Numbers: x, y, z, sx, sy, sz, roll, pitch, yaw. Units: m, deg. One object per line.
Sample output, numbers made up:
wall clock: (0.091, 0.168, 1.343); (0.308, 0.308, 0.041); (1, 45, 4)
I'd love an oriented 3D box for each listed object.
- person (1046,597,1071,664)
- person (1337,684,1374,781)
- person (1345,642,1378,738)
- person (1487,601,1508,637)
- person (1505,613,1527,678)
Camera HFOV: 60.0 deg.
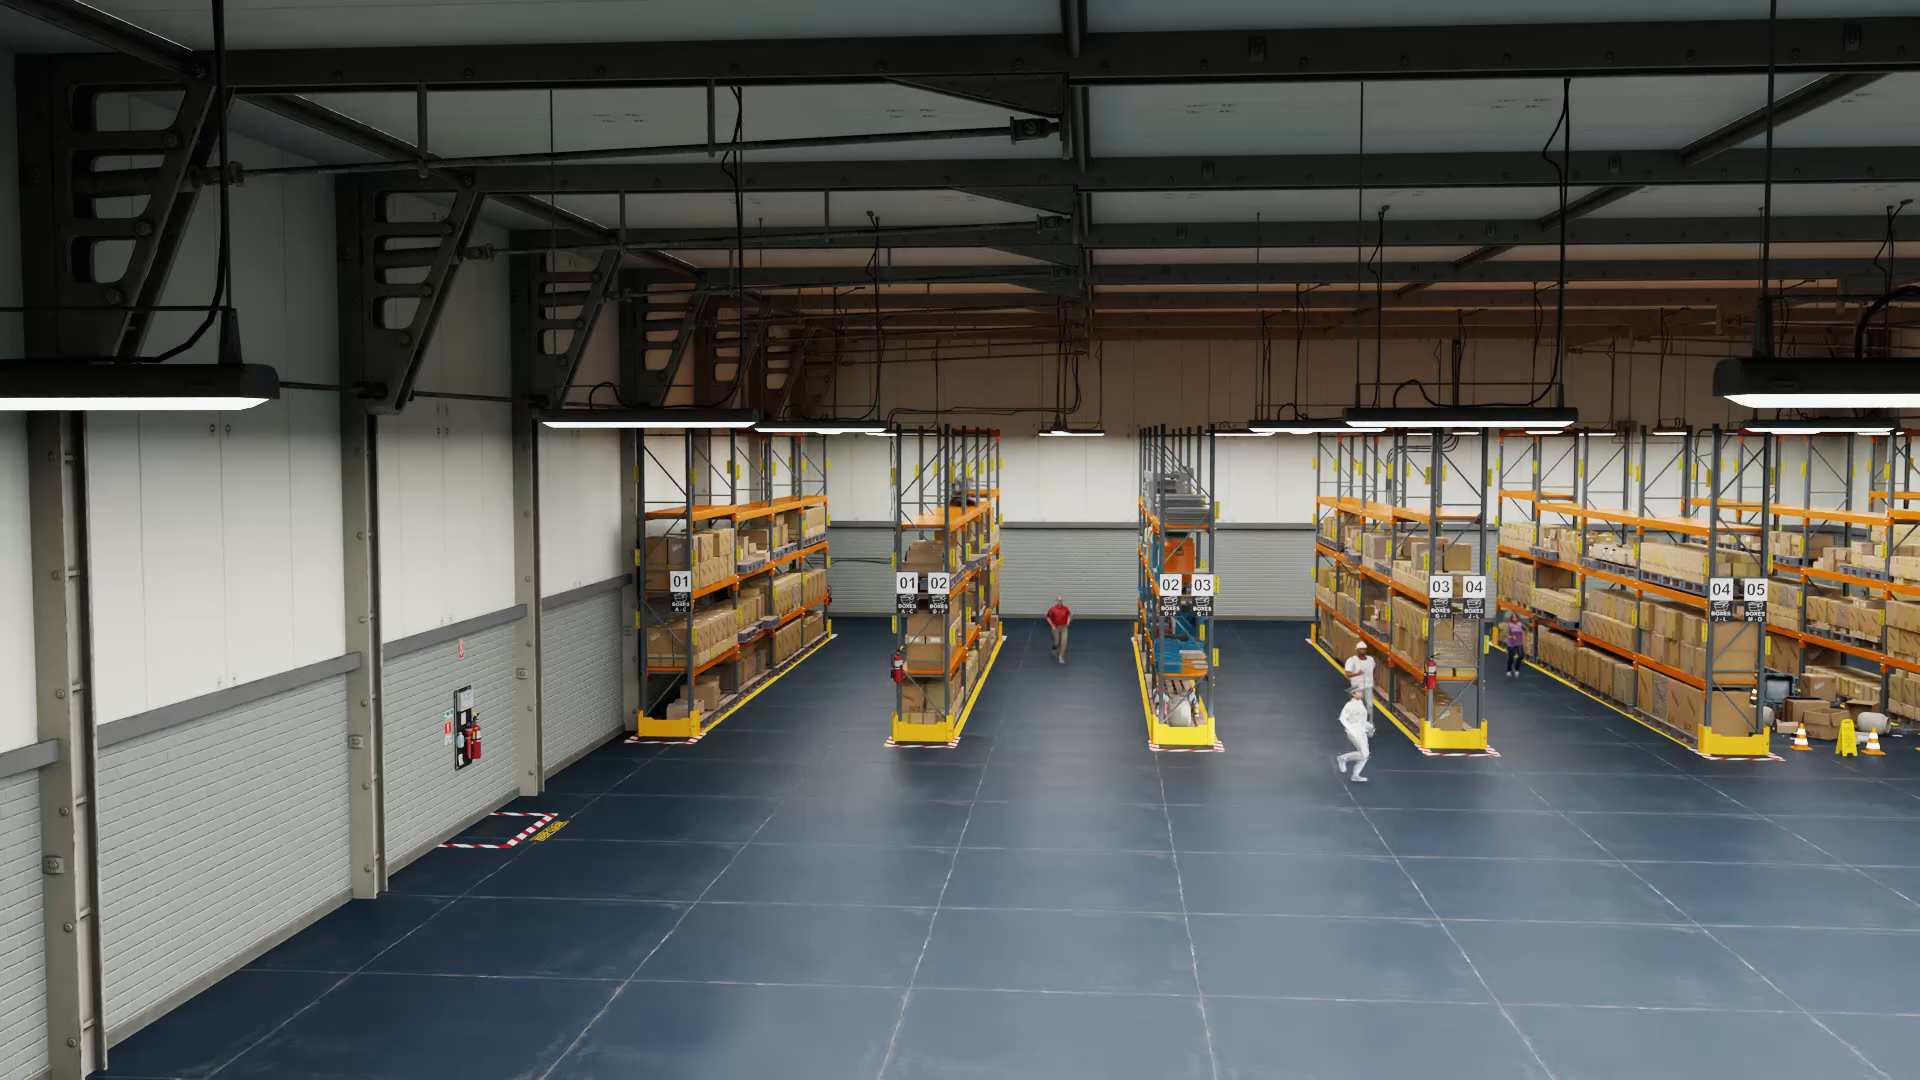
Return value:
person: (2.548, 2.296, 42.581); (0.663, 1.701, 0.752); (-1, 4, -12)
person: (6.625, 3.212, 27.801); (0.543, 1.644, 0.629); (3, 4, 38)
person: (7.765, 2.864, 32.158); (0.683, 1.802, 0.883); (0, 3, -2)
person: (15.440, 1.972, 47.606); (0.760, 1.730, 0.807); (2, 4, 27)
person: (13.228, 2.507, 39.563); (0.551, 1.552, 0.789); (1, 4, 11)
